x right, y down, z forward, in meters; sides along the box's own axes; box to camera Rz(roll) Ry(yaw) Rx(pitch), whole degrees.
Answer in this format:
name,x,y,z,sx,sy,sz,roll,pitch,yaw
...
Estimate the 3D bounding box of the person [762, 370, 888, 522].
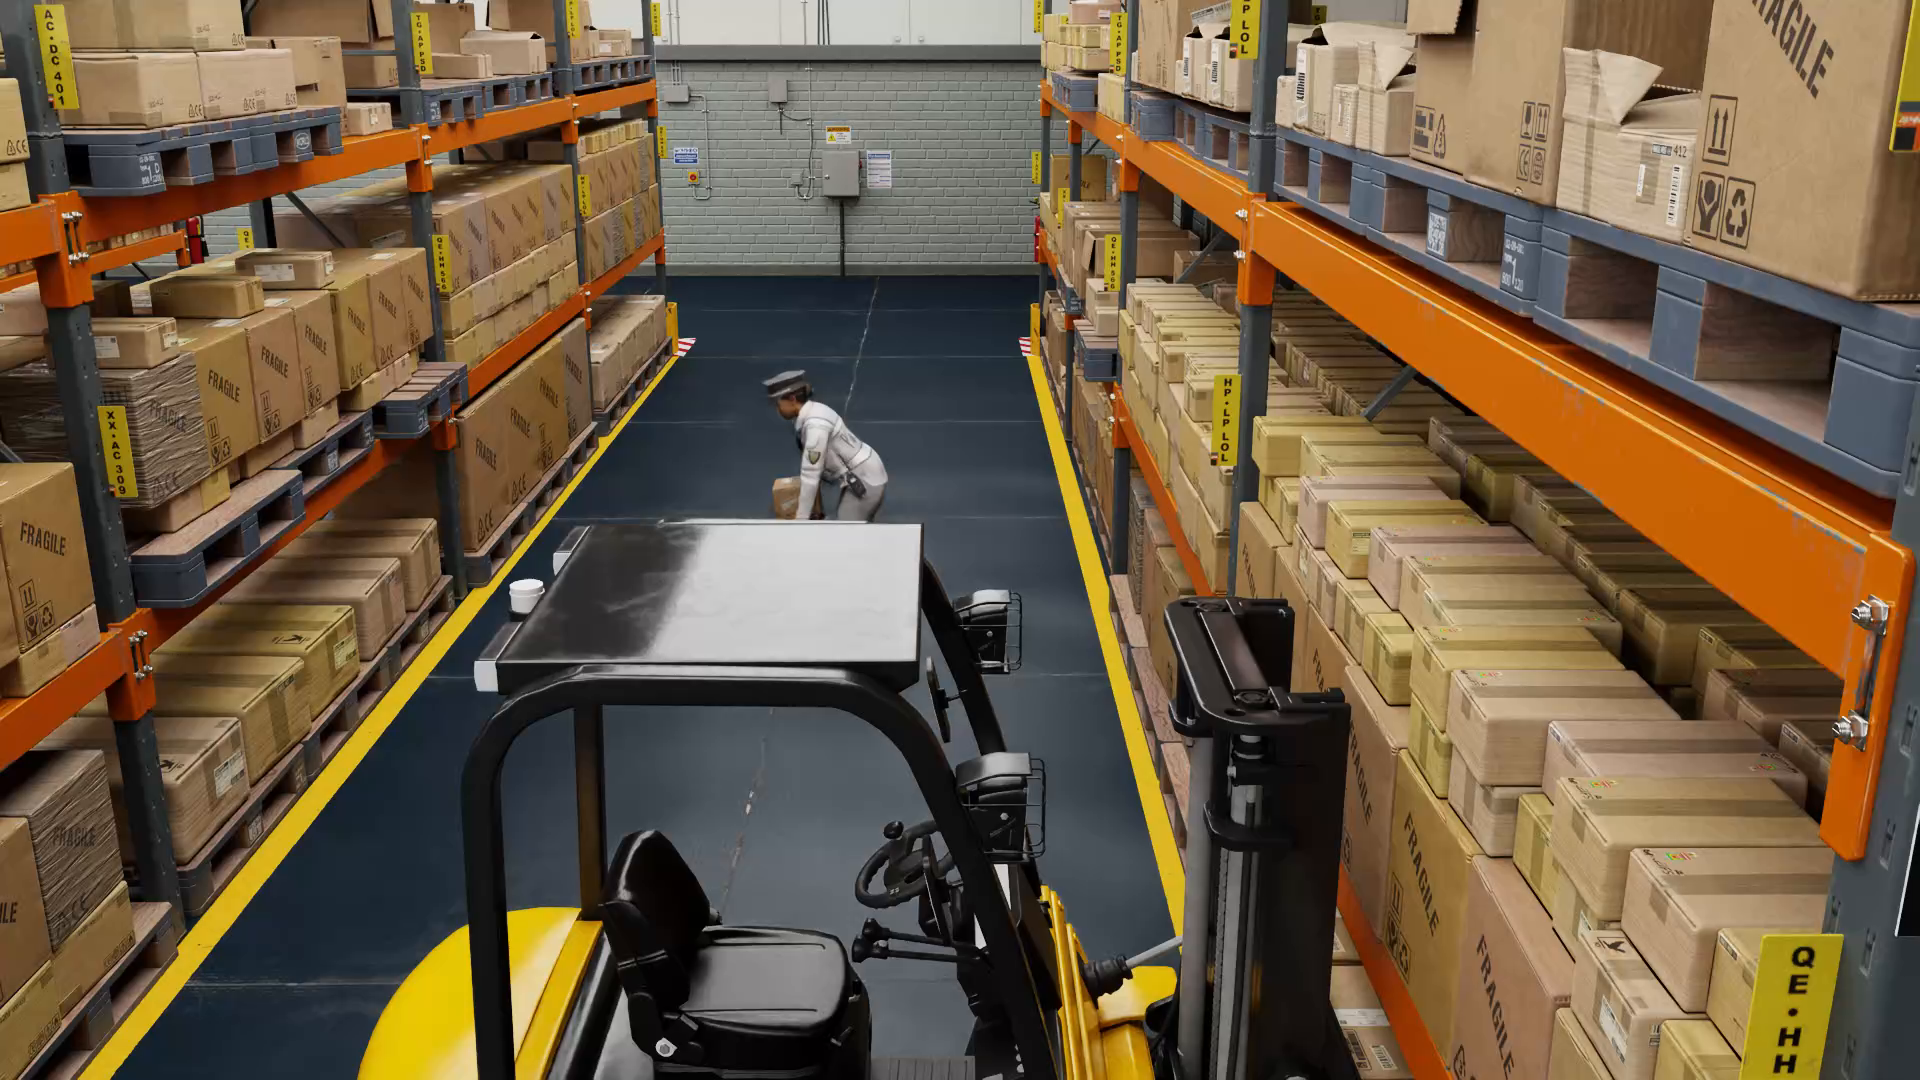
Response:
name,x,y,z,sx,sy,sz,roll,pitch,yaw
person,-0.755,-0.212,9.469,0.695,1.529,0.406,-1,17,-2
